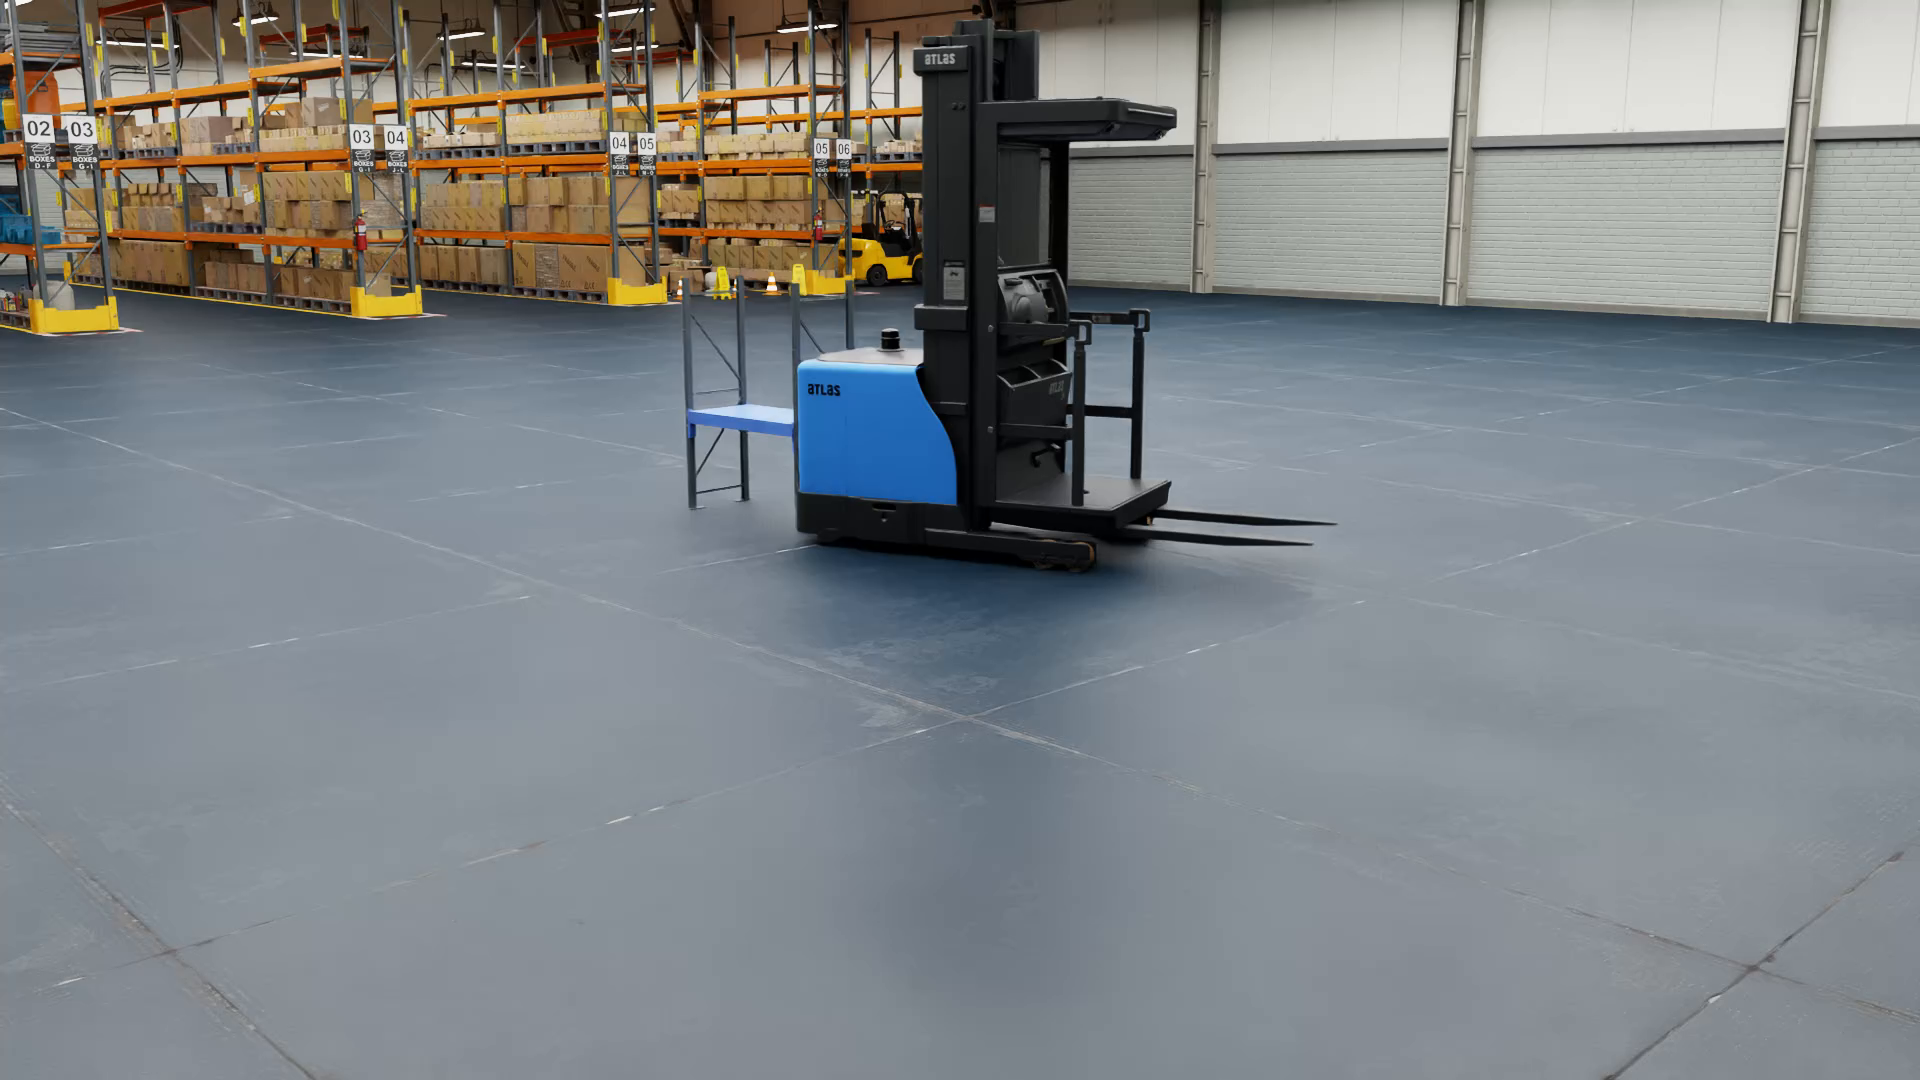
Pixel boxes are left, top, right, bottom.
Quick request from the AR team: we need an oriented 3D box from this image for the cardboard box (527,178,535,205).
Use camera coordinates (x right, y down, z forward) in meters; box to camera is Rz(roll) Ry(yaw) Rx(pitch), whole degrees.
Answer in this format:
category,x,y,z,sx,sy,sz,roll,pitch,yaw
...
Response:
category,x,y,z,sx,sy,sz,roll,pitch,yaw
cardboard box,-8.295,-7.103,33.907,0.875,0.550,0.550,-11,16,-43

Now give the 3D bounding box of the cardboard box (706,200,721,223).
category,x,y,z,sx,sy,sz,roll,pitch,yaw
cardboard box,-5.376,-7.420,37.506,0.500,0.500,0.500,-11,16,-43

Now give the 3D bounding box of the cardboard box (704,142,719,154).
category,x,y,z,sx,sy,sz,roll,pitch,yaw
cardboard box,-5.373,-8.767,37.232,0.500,0.250,0.500,-11,16,-44

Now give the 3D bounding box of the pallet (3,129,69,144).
category,x,y,z,sx,sy,sz,roll,pitch,yaw
pallet,-13.966,-6.184,25.528,1.003,0.211,1.213,-11,16,-43

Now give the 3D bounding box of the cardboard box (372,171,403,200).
category,x,y,z,sx,sy,sz,roll,pitch,yaw
cardboard box,-10.066,-6.166,28.943,0.500,0.500,0.500,-11,16,-43

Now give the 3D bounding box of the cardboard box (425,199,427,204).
category,x,y,z,sx,sy,sz,roll,pitch,yaw
cardboard box,-11.933,-7.676,37.844,0.380,0.149,0.250,-11,16,-42

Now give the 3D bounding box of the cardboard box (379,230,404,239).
category,x,y,z,sx,sy,sz,roll,pitch,yaw
cardboard box,-9.908,-5.315,28.898,0.380,0.149,0.250,-11,16,-43

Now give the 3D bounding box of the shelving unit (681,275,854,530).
category,x,y,z,sx,sy,sz,roll,pitch,yaw
shelving unit,-1.217,-0.903,10.577,1.048,1.500,0.538,10,15,40

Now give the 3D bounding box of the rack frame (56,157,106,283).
category,x,y,z,sx,sy,sz,roll,pitch,yaw
rack frame,-20.933,-7.698,39.844,1.000,3.000,0.127,-11,16,-43

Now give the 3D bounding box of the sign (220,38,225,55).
category,x,y,z,sx,sy,sz,roll,pitch,yaw
sign,-15.023,-10.042,33.843,0.100,0.325,0.005,-11,16,-43

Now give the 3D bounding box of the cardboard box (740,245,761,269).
category,x,y,z,sx,sy,sz,roll,pitch,yaw
cardboard box,-4.531,-6.278,36.865,0.500,0.500,0.500,-10,15,-40

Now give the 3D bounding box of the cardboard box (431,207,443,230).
category,x,y,z,sx,sy,sz,roll,pitch,yaw
cardboard box,-11.283,-7.079,36.591,0.500,0.500,0.500,-11,16,-43

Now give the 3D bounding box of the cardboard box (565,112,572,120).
category,x,y,z,sx,sy,sz,roll,pitch,yaw
cardboard box,-7.404,-8.181,32.111,0.380,0.149,0.250,-11,16,-42

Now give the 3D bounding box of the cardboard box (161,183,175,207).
category,x,y,z,sx,sy,sz,roll,pitch,yaw
cardboard box,-16.350,-7.276,35.058,0.797,0.503,0.637,-10,16,-41

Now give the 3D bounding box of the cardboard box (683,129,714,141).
category,x,y,z,sx,sy,sz,roll,pitch,yaw
cardboard box,-5.971,-9.241,37.990,0.500,0.250,0.500,-10,16,-41

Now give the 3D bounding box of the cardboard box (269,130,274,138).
category,x,y,z,sx,sy,sz,roll,pitch,yaw
cardboard box,-12.411,-7.418,30.434,0.250,0.149,0.380,11,16,42

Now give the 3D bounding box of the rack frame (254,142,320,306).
category,x,y,z,sx,sy,sz,roll,pitch,yaw
rack frame,-12.646,-5.947,31.343,1.000,3.000,0.127,-11,16,-43

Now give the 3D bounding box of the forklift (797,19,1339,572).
category,x,y,z,sx,sy,sz,roll,pitch,yaw
forklift,0.602,-1.382,9.358,3.031,2.935,1.130,5,13,24

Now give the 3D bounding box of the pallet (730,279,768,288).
category,x,y,z,sx,sy,sz,roll,pitch,yaw
pallet,-4.989,-5.869,37.876,1.003,0.211,1.213,-11,16,-43

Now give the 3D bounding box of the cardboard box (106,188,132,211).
category,x,y,z,sx,sy,sz,roll,pitch,yaw
cardboard box,-18.681,-7.584,37.064,0.500,0.500,0.500,-10,15,-41

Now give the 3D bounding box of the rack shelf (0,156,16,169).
category,x,y,z,sx,sy,sz,roll,pitch,yaw
rack shelf,-17.609,-6.665,29.180,1.077,0.370,4.000,-11,16,-43

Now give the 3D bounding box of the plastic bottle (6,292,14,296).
category,x,y,z,sx,sy,sz,roll,pitch,yaw
plastic bottle,-15.457,-3.897,27.054,0.152,0.276,0.135,-11,16,-43

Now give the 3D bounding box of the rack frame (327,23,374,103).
category,x,y,z,sx,sy,sz,roll,pitch,yaw
rack frame,-14.514,-10.729,39.688,1.000,3.000,0.127,-11,16,-43

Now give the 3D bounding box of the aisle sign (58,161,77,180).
category,x,y,z,sx,sy,sz,roll,pitch,yaw
aisle sign,-21.200,-8.940,39.430,0.394,0.787,0.004,-11,16,-43

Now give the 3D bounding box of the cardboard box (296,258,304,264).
category,x,y,z,sx,sy,sz,roll,pitch,yaw
cardboard box,-16.620,-7.094,42.197,0.380,0.149,0.250,-10,15,-41

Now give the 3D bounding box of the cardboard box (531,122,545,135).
category,x,y,z,sx,sy,sz,roll,pitch,yaw
cardboard box,-8.155,-8.162,33.007,0.500,0.250,0.500,-11,16,-43

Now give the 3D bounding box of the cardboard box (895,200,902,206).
category,x,y,z,sx,sy,sz,roll,pitch,yaw
cardboard box,-1.364,-8.186,40.354,0.380,0.149,0.250,-10,16,-41

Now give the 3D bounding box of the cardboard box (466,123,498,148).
category,x,y,z,sx,sy,sz,roll,pitch,yaw
cardboard box,-10.348,-8.765,36.053,0.500,0.500,0.500,-11,16,-43

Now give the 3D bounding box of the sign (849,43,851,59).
category,x,y,z,sx,sy,sz,roll,pitch,yaw
sign,-2.324,-10.254,34.872,0.100,0.325,0.005,-11,16,-43

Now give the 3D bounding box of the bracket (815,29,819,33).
category,x,y,z,sx,sy,sz,roll,pitch,yaw
bracket,-3.645,-13.252,43.011,0.235,0.232,0.430,-11,16,-43

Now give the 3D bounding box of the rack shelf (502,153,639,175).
category,x,y,z,sx,sy,sz,roll,pitch,yaw
rack shelf,-7.608,-7.448,32.980,1.077,0.370,4.000,-11,16,-43

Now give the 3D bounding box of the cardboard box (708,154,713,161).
category,x,y,z,sx,sy,sz,roll,pitch,yaw
cardboard box,-5.440,-8.594,37.378,0.380,0.149,0.250,-11,16,-43

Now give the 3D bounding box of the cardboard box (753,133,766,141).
category,x,y,z,sx,sy,sz,roll,pitch,yaw
cardboard box,-4.247,-8.708,35.958,0.380,0.149,0.250,-10,16,-41

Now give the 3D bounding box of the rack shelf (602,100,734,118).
category,x,y,z,sx,sy,sz,roll,pitch,yaw
rack shelf,-6.860,-10.010,38.970,1.077,0.370,4.000,-11,16,-43

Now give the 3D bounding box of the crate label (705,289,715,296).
category,x,y,z,sx,sy,sz,roll,pitch,yaw
crate label,-5.102,-5.127,34.457,0.298,0.136,0.250,3,12,16

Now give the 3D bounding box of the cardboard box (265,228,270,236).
category,x,y,z,sx,sy,sz,roll,pitch,yaw
cardboard box,-12.715,-5.751,31.013,0.380,0.149,0.250,-11,16,-43

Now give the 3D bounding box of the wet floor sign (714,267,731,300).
category,x,y,z,sx,sy,sz,roll,pitch,yaw
wet floor sign,-4.774,-5.158,33.349,0.232,0.644,0.267,8,14,35

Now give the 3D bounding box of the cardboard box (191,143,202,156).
category,x,y,z,sx,sy,sz,roll,pitch,yaw
cardboard box,-14.914,-7.747,33.020,0.500,0.250,0.500,-10,16,-41

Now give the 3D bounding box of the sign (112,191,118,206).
category,x,y,z,sx,sy,sz,roll,pitch,yaw
sign,-18.571,-7.500,36.538,0.100,0.325,0.005,-11,16,-43

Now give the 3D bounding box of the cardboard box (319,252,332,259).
category,x,y,z,sx,sy,sz,roll,pitch,yaw
cardboard box,-15.706,-7.050,41.246,0.250,0.149,0.380,11,16,42

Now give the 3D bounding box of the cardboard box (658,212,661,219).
category,x,y,z,sx,sy,sz,roll,pitch,yaw
cardboard box,-7.070,-7.678,39.329,0.380,0.149,0.250,-10,15,-41

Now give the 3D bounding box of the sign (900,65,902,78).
category,x,y,z,sx,sy,sz,roll,pitch,yaw
sign,-1.473,-11.567,41.049,0.100,0.325,0.005,-11,16,-43

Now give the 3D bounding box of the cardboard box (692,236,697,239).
category,x,y,z,sx,sy,sz,roll,pitch,yaw
cardboard box,-7.317,-8.552,46.794,0.380,0.149,0.250,-11,16,-44

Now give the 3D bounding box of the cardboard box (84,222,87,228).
category,x,y,z,sx,sy,sz,roll,pitch,yaw
cardboard box,-20.037,-7.290,38.485,0.380,0.149,0.250,-11,16,-43

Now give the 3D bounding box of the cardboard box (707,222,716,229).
category,x,y,z,sx,sy,sz,roll,pitch,yaw
cardboard box,-5.493,-7.114,37.631,0.380,0.149,0.250,-11,16,-43

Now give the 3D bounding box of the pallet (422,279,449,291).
category,x,y,z,sx,sy,sz,roll,pitch,yaw
pallet,-11.261,-5.716,37.132,1.003,0.211,1.213,-11,16,-43

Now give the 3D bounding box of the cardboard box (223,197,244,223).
category,x,y,z,sx,sy,sz,roll,pitch,yaw
cardboard box,-13.910,-6.443,32.456,0.797,0.503,0.637,-9,15,-37

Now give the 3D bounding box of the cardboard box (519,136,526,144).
category,x,y,z,sx,sy,sz,roll,pitch,yaw
cardboard box,-8.632,-8.050,33.449,0.380,0.149,0.250,-11,16,-43

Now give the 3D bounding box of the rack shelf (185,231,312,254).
category,x,y,z,sx,sy,sz,roll,pitch,yaw
rack shelf,-14.027,-5.887,32.833,1.077,0.370,4.000,-11,16,-43

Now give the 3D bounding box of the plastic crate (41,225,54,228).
category,x,y,z,sx,sy,sz,roll,pitch,yaw
plastic crate,-15.268,-5.060,27.408,0.499,0.251,0.616,-11,16,-43
